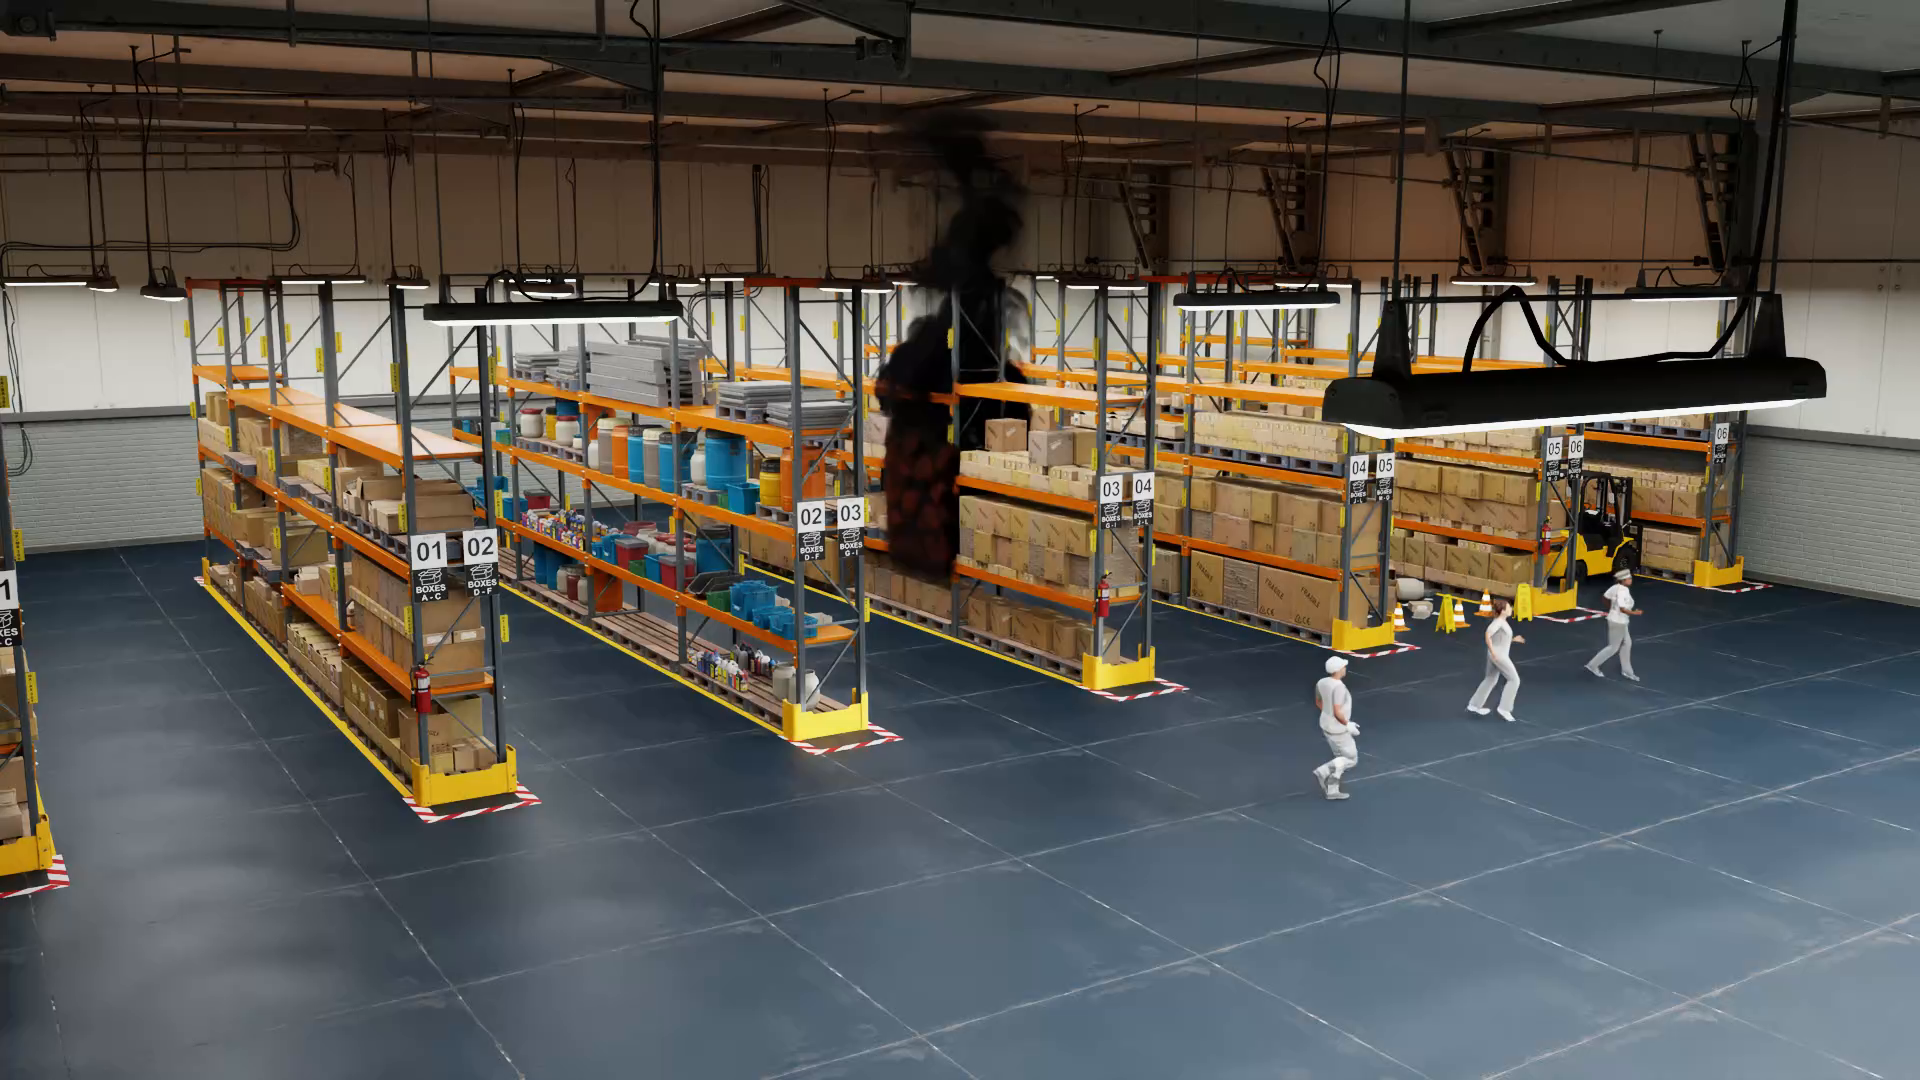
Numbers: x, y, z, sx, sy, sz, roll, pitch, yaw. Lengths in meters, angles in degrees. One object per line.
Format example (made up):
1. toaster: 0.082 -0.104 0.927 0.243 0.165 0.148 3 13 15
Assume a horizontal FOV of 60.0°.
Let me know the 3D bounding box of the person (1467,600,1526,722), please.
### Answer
1. person: 7.475 1.672 23.132 0.747 1.721 0.553 1 10 7

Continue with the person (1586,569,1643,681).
1. person: 9.970 1.290 25.277 0.809 1.740 0.596 2 10 12

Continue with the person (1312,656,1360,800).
1. person: 4.405 2.220 19.600 0.601 1.738 0.657 -3 10 -15
